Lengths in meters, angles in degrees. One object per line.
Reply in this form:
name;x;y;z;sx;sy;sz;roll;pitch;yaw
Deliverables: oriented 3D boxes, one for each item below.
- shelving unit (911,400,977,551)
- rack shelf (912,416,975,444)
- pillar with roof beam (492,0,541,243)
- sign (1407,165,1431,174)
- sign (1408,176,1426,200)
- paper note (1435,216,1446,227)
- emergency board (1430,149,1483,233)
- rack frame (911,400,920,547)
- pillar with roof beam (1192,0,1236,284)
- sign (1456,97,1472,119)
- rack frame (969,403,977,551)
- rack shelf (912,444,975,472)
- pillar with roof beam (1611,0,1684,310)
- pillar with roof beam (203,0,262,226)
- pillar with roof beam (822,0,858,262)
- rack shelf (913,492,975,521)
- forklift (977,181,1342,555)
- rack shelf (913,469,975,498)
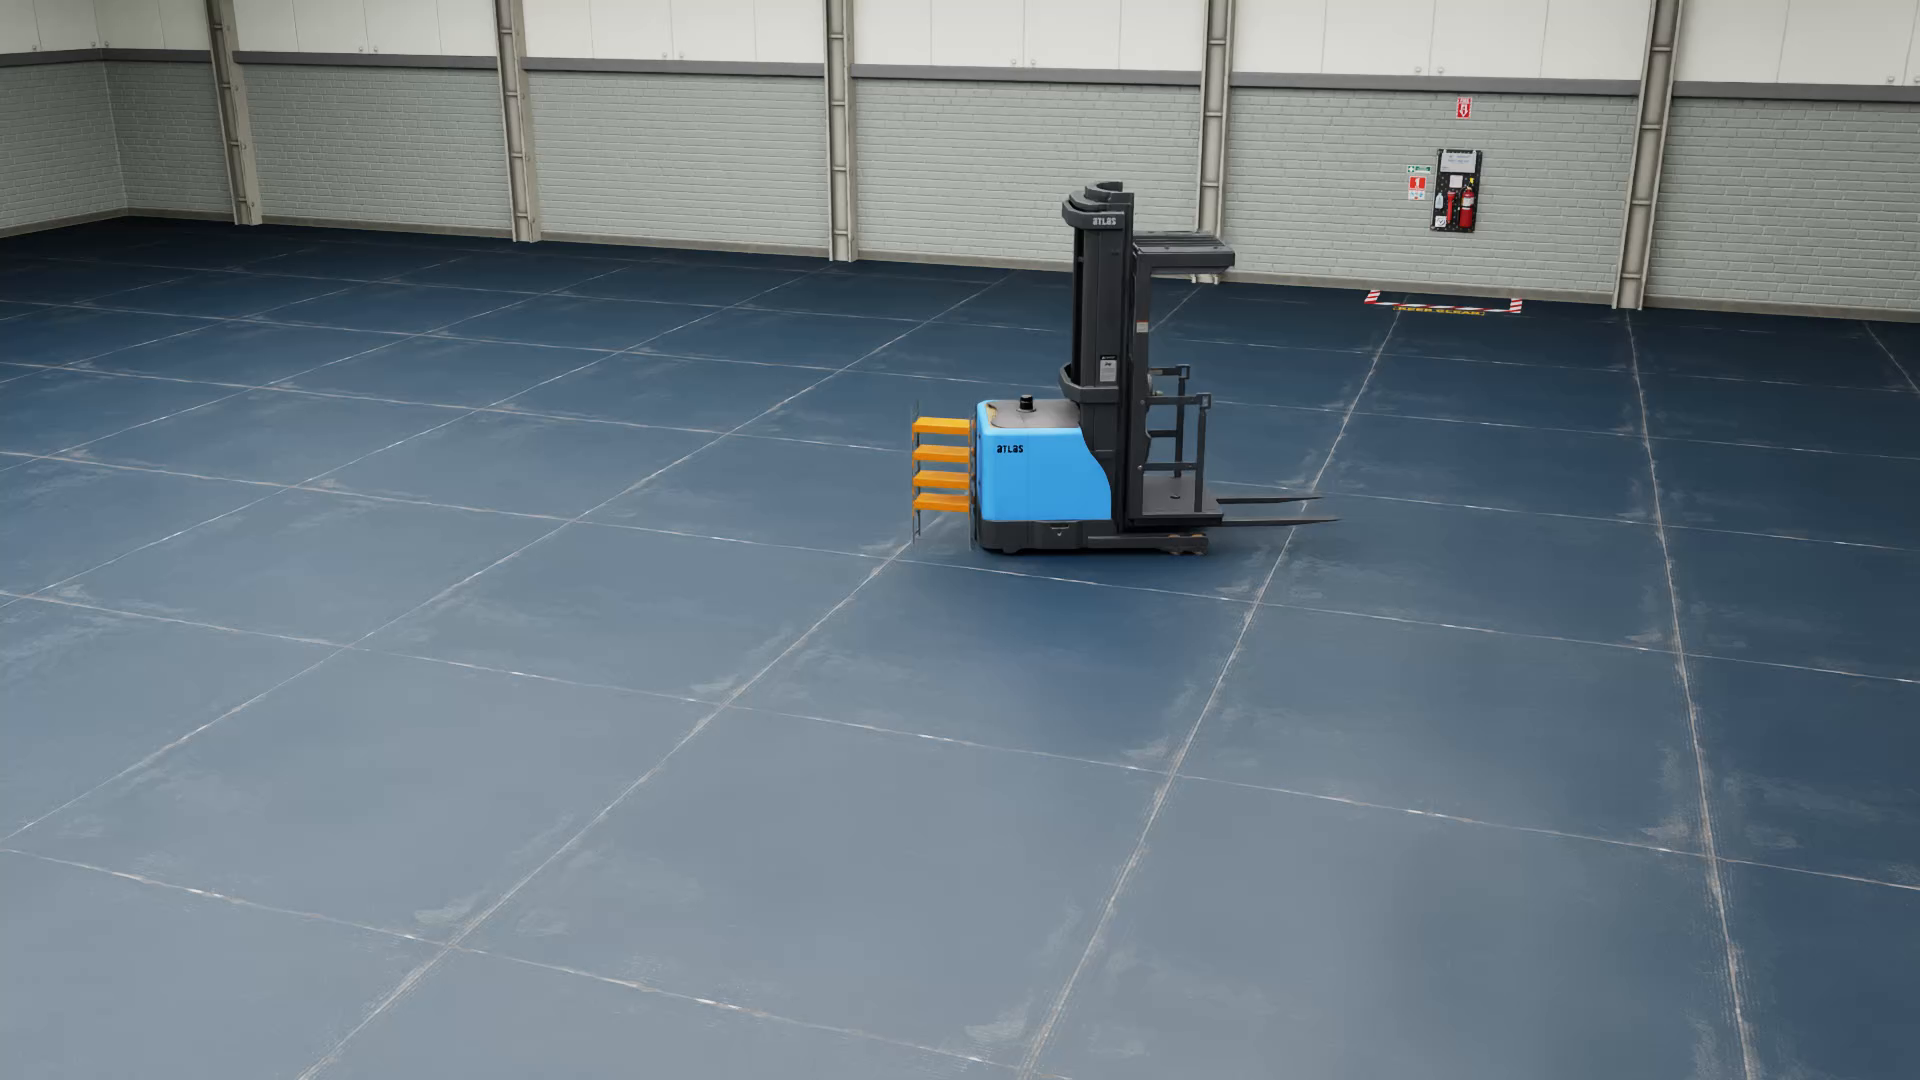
shelving unit;-0.129;-0.533;13.783;0.503;1.200;0.258;4;20;11
rack shelf;-0.129;-0.904;13.654;0.480;0.148;0.258;4;20;11
pillar with roof beam;-8.982;-8.151;23.788;0.400;9.000;9.100;7;20;18
sign;6.625;-5.347;23.998;0.331;0.109;0.001;7;20;18
sign;6.624;-5.100;24.095;0.234;0.329;0.001;7;20;18
paper note;6.968;-4.616;24.099;0.142;0.148;0.016;7;20;18
emergency board;7.112;-4.991;23.837;0.643;1.169;0.194;7;20;18
rack frame;-0.368;-0.550;13.831;0.015;1.200;0.240;4;20;11
pillar with roof beam;2.353;-6.855;20.069;0.400;9.000;9.100;7;20;18
sign;7.137;-6.117;23.547;0.199;0.298;0.001;7;20;18
rack frame;0.109;-0.517;13.735;0.015;1.200;0.240;4;20;11
rack shelf;-0.129;-0.681;13.732;0.480;0.148;0.258;4;20;11
pillar with roof beam;8.021;-6.206;18.210;0.400;9.000;9.100;7;20;18
pillar with roof beam;-14.650;-8.799;25.647;0.400;9.000;9.100;7;20;18
pillar with roof beam;-3.314;-7.503;21.929;0.400;9.000;9.100;7;20;18
rack shelf;-0.129;-0.282;13.871;0.480;0.148;0.258;4;20;11
forklift;1.666;-1.435;13.741;3.031;2.935;1.130;-1;19;-2
rack shelf;-0.129;-0.470;13.805;0.480;0.148;0.258;4;20;11
